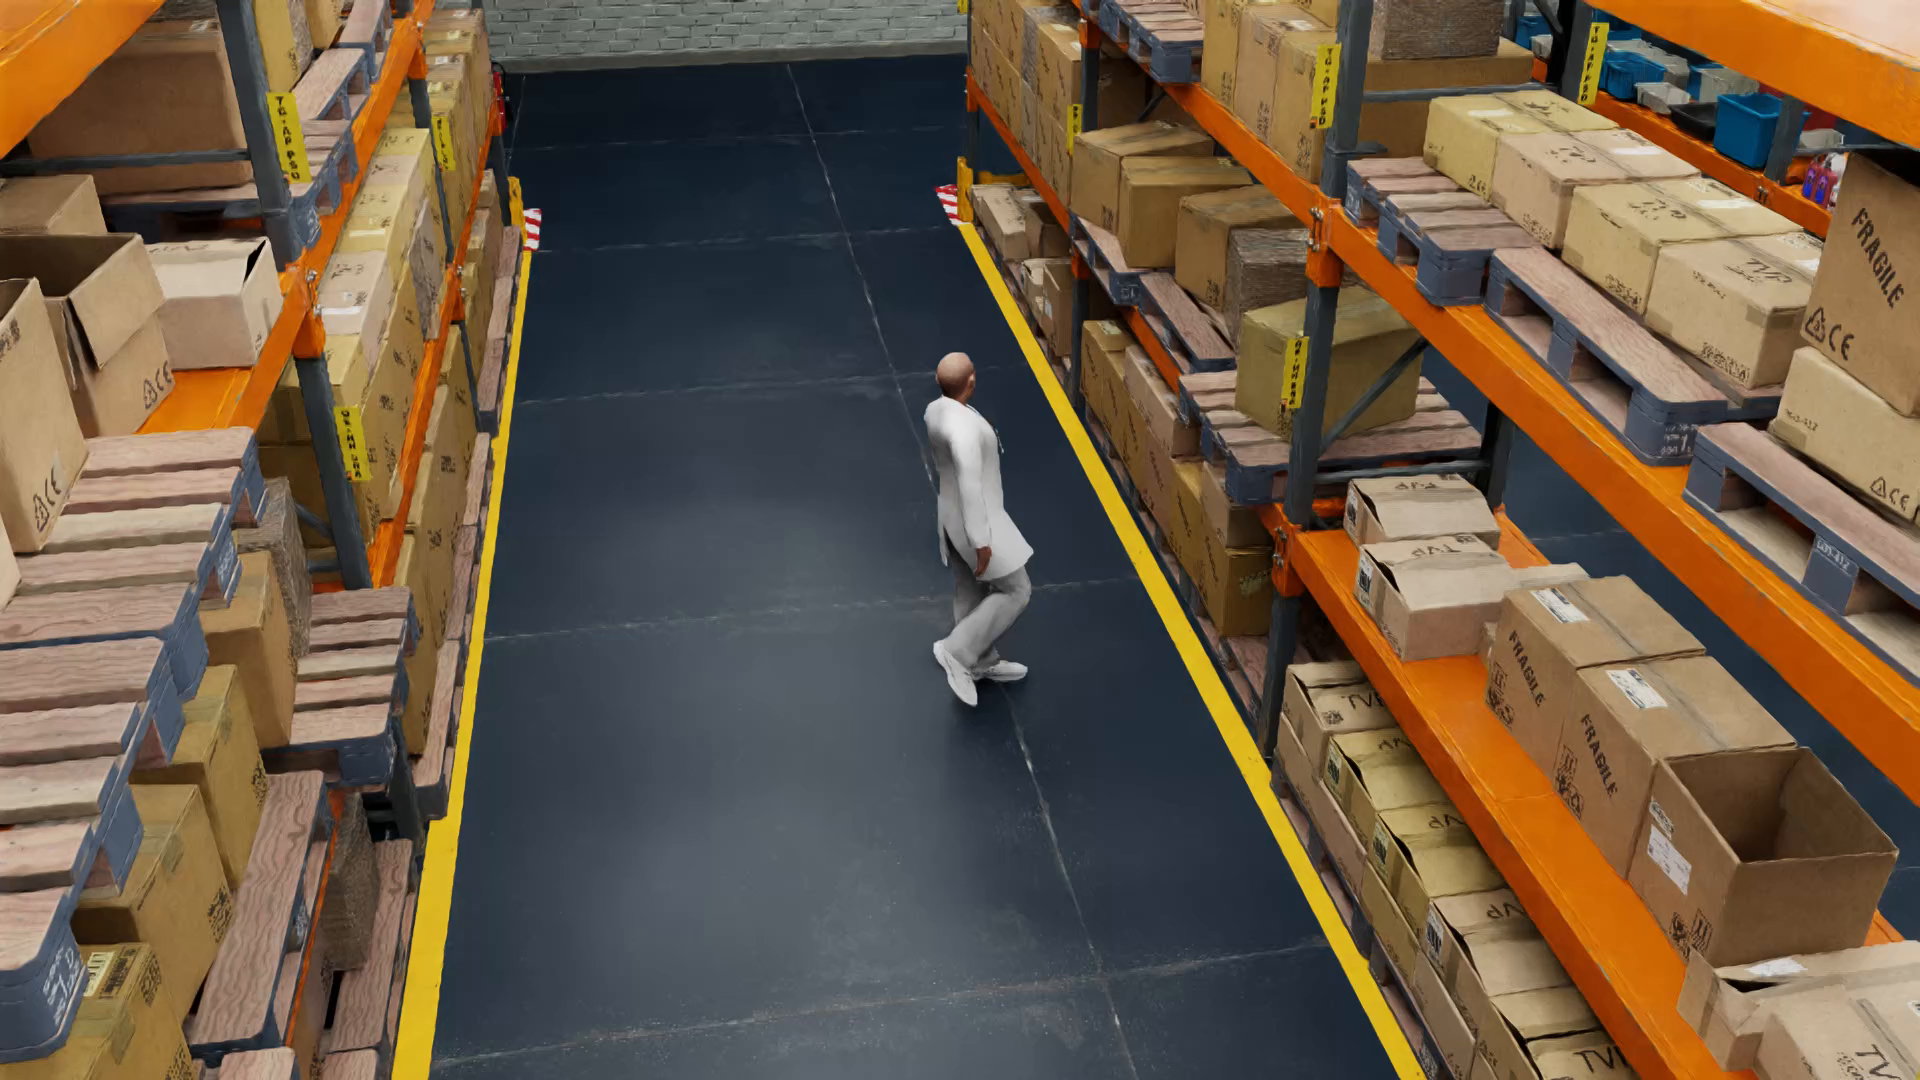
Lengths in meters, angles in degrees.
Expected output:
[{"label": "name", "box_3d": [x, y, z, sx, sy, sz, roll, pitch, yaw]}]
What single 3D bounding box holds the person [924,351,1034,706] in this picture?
[{"label": "person", "box_3d": [0.074, -0.064, 8.250, 0.524, 1.776, 0.700, -10, 32, -17]}]
